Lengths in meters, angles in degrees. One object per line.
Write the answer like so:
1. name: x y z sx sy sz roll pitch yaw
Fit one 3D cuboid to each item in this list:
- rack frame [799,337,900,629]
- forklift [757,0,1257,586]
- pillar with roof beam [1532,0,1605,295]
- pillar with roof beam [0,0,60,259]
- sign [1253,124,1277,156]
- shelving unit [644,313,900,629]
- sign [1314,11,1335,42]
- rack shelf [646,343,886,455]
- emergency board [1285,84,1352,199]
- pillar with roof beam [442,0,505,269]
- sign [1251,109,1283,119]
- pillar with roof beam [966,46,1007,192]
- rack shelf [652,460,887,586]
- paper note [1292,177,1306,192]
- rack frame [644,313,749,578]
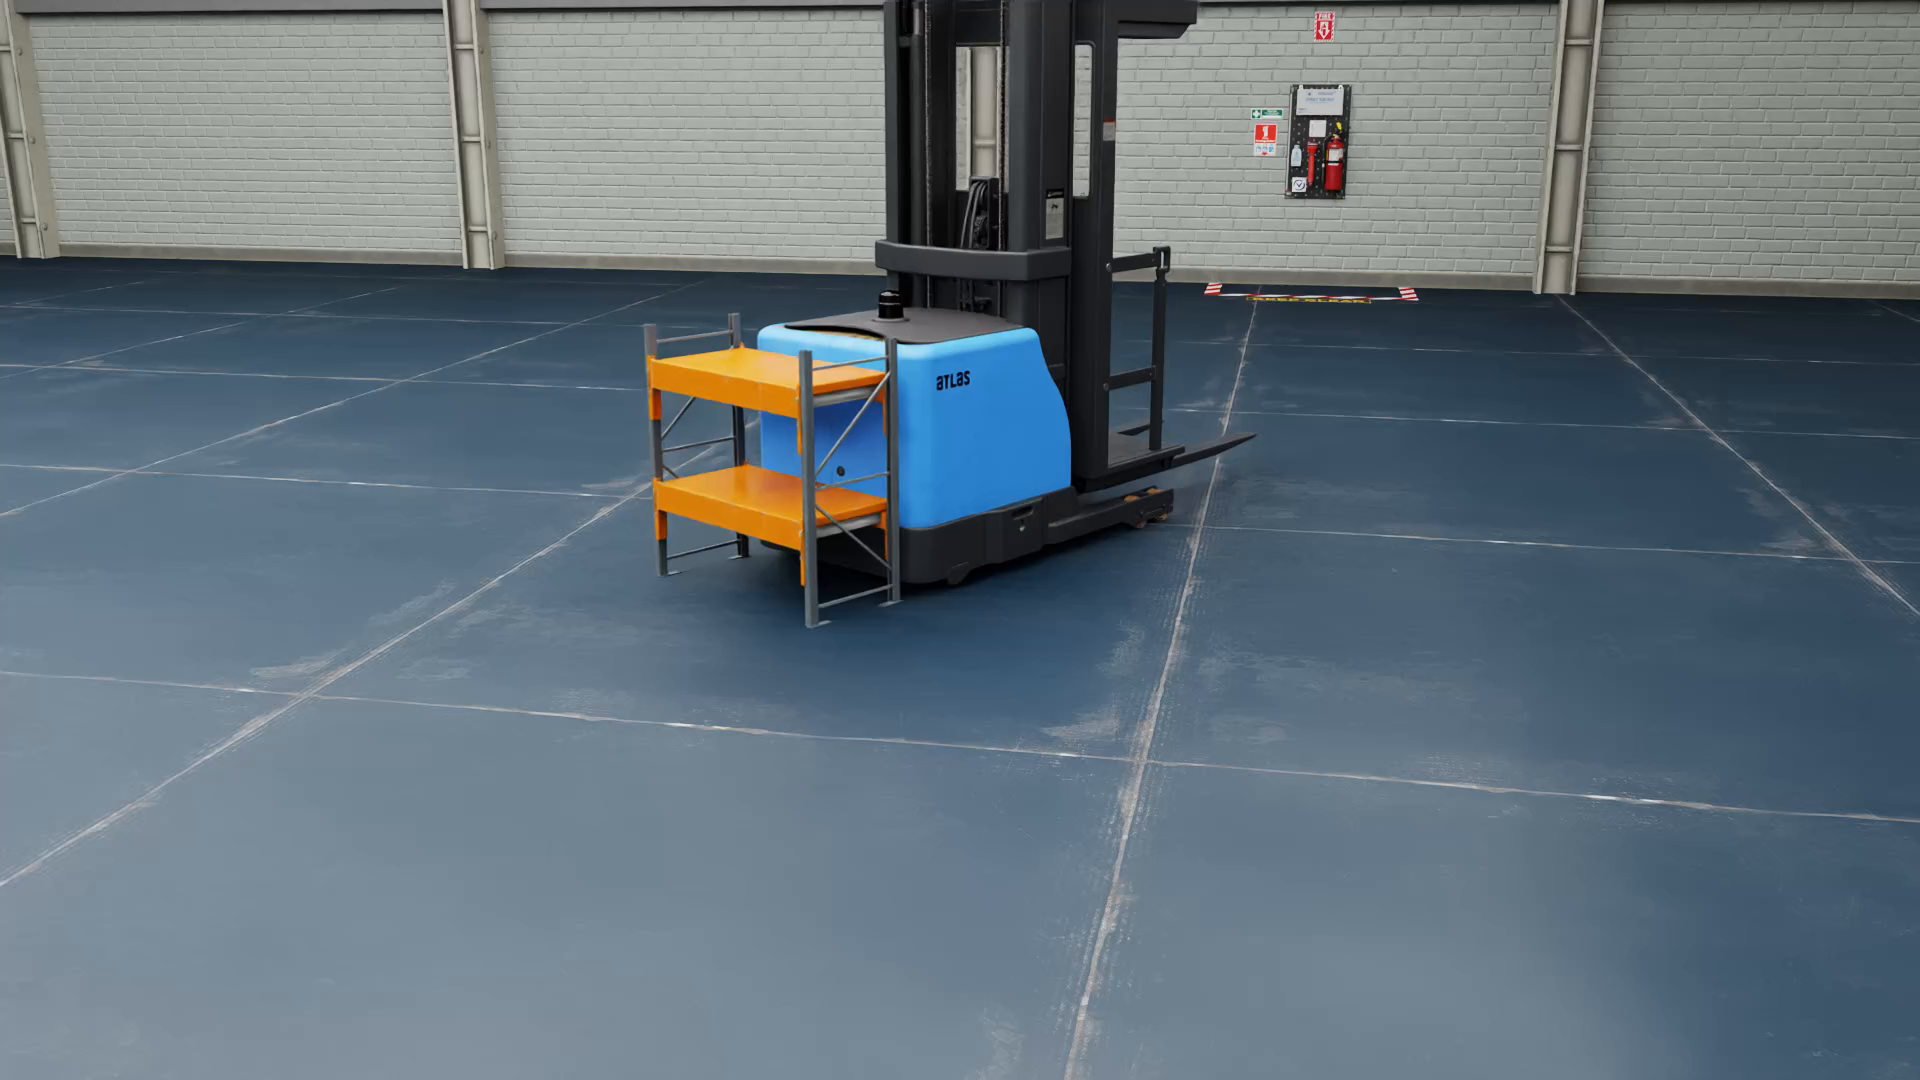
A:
1. rack frame: -0.438 -0.233 6.726 0.032 1.125 0.500 15 21 42
2. forklift: 0.422 -1.544 8.074 1.130 2.935 3.031 13 20 39
3. pillar with roof beam: 5.307 -5.782 12.010 0.400 9.000 9.100 3 16 11
4. pillar with roof beam: -12.332 -6.740 15.467 0.400 9.000 9.100 3 16 11
5. sign: 3.229 -4.232 17.586 0.234 0.329 0.001 3 16 11
6. shelving unit: -0.802 -0.328 7.068 1.048 1.125 0.538 15 21 42
7. sign: 3.762 -5.303 17.173 0.199 0.298 0.001 3 16 11
8. rack shelf: -0.802 -0.610 6.990 1.000 0.278 0.538 15 21 42
9. emergency board: 3.750 -4.159 17.387 0.643 1.169 0.194 3 16 11
10. pillar with roof beam: -6.453 -6.421 14.314 0.400 9.000 9.100 3 16 11
11. sign: 3.232 -4.485 17.506 0.331 0.109 0.001 3 16 11
12. pillar with roof beam: -0.573 -6.102 13.162 0.400 9.000 9.100 3 16 11
13. rack shelf: -0.802 -0.092 7.133 1.000 0.278 0.538 15 21 42
14. paper note: 3.591 -3.762 17.604 0.142 0.148 0.016 3 16 11
15. rack frame: -1.166 -0.422 7.410 0.032 1.125 0.500 15 21 42
